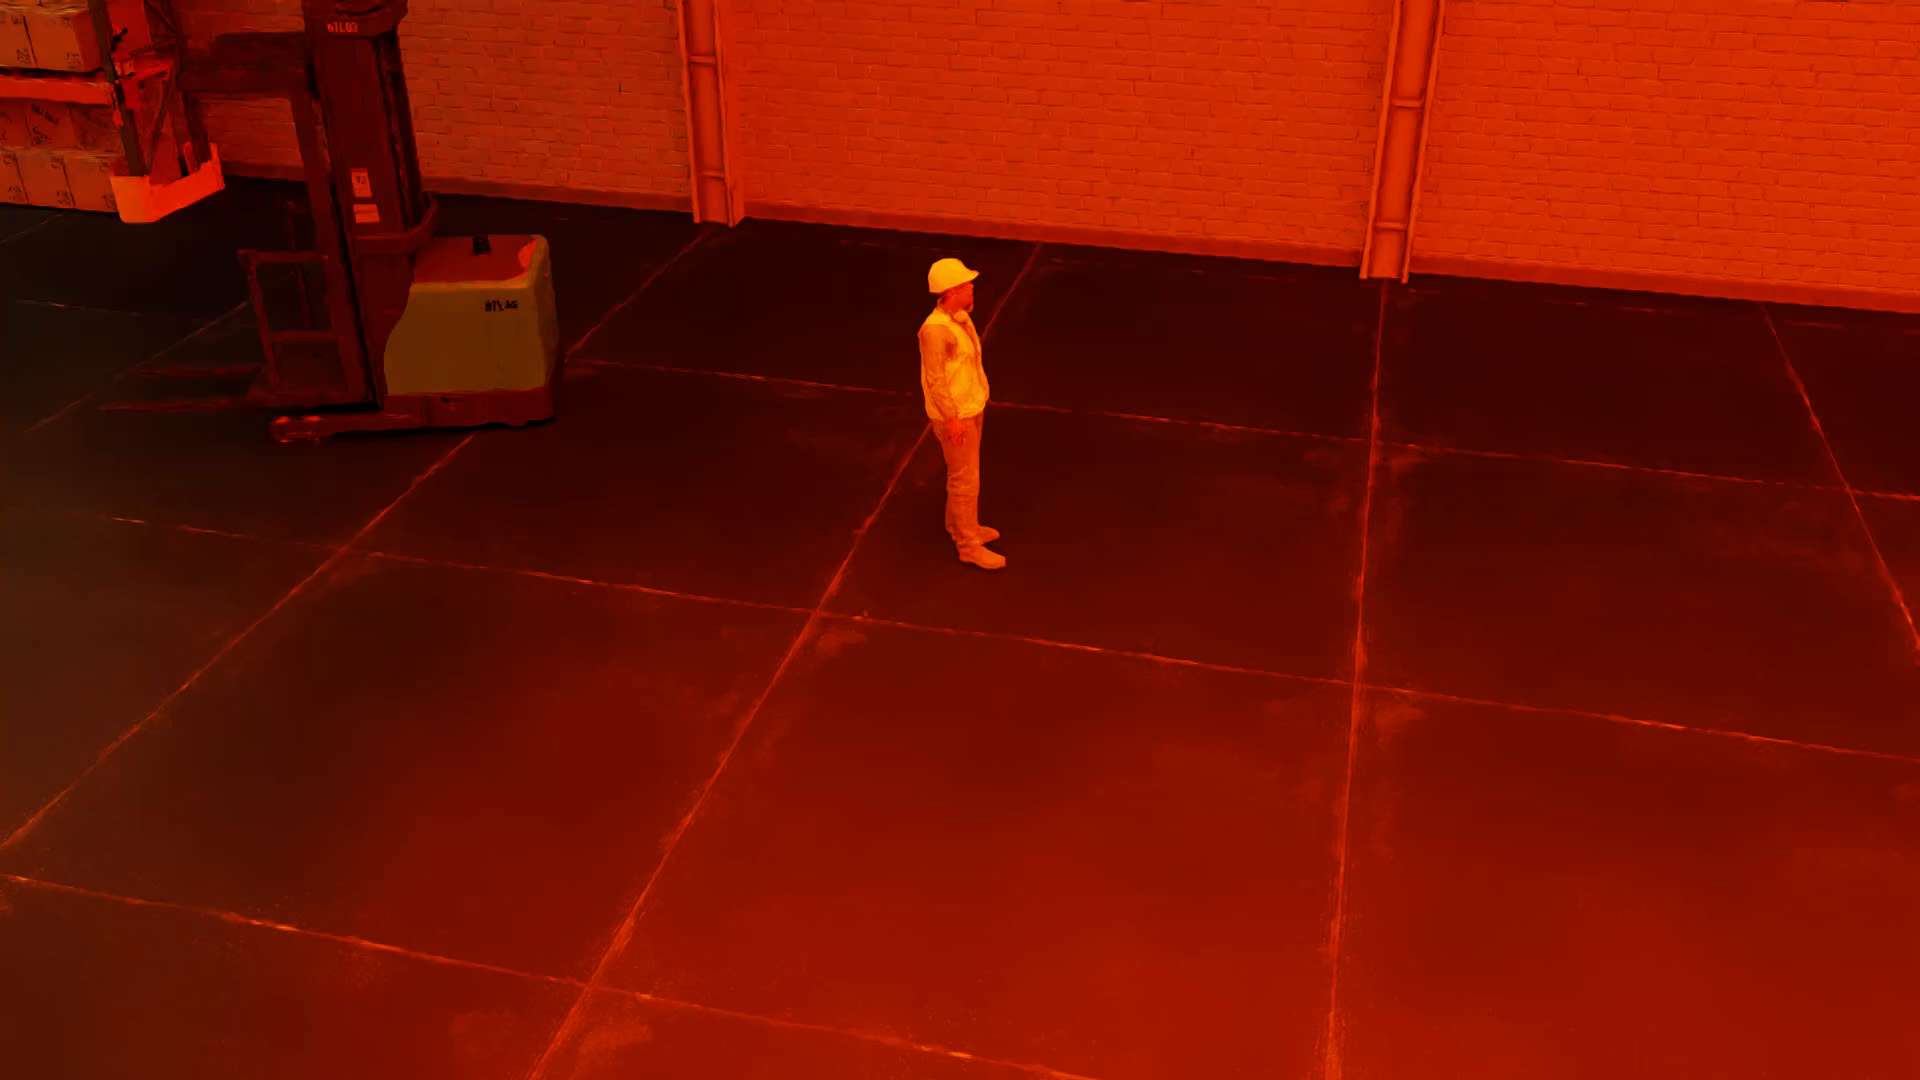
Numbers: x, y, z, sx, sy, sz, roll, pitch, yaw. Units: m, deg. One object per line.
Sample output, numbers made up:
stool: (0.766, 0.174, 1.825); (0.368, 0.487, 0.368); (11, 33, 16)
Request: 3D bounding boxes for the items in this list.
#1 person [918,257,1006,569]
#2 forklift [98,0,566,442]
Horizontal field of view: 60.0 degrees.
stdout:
person: (0.059, -0.767, 9.683); (0.567, 1.773, 0.632); (7, 30, 12)
forklift: (-4.373, -2.217, 11.083); (3.031, 2.935, 1.130); (-3, 30, -5)
